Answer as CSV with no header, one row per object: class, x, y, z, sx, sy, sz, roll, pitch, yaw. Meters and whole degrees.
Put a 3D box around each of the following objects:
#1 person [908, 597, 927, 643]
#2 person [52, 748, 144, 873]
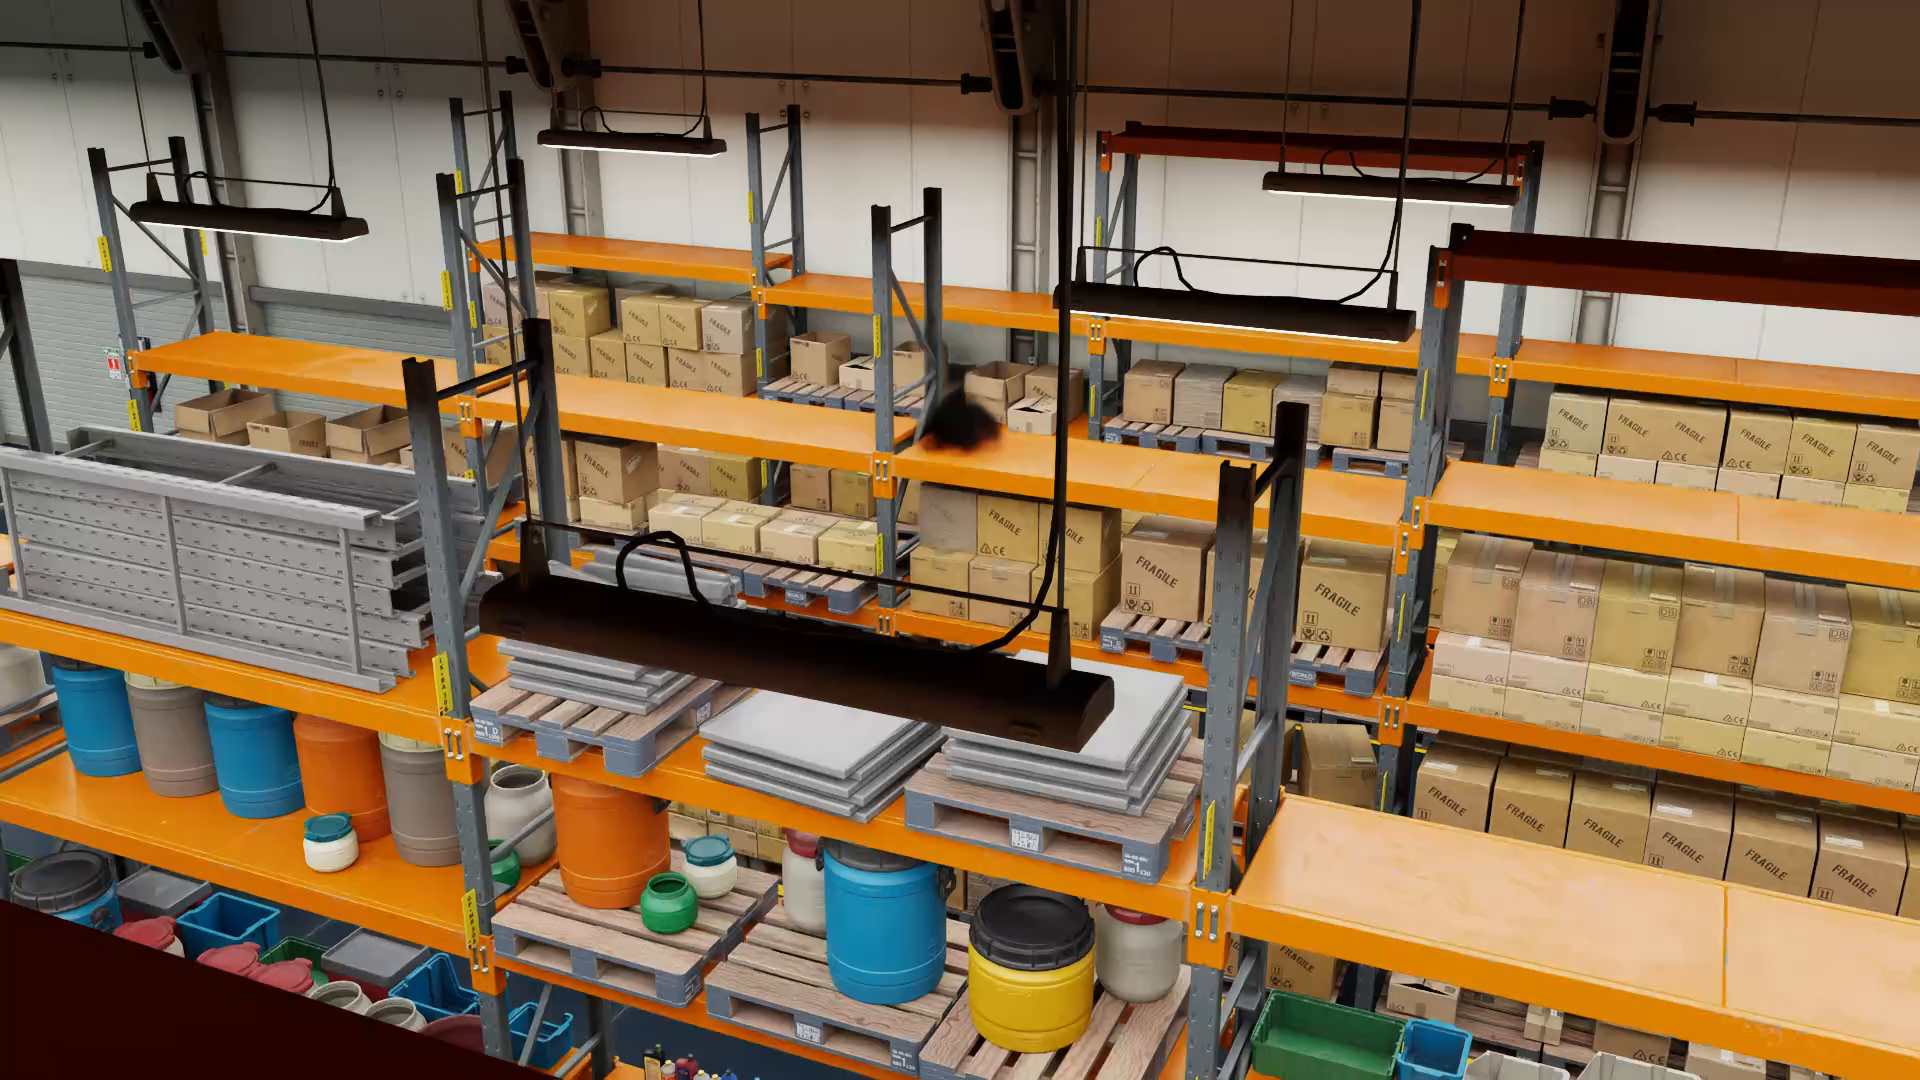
person,-0.247,1.288,16.985,0.762,1.622,0.579,1,21,2
person,-7.615,2.204,14.504,0.798,1.596,0.558,4,21,10
